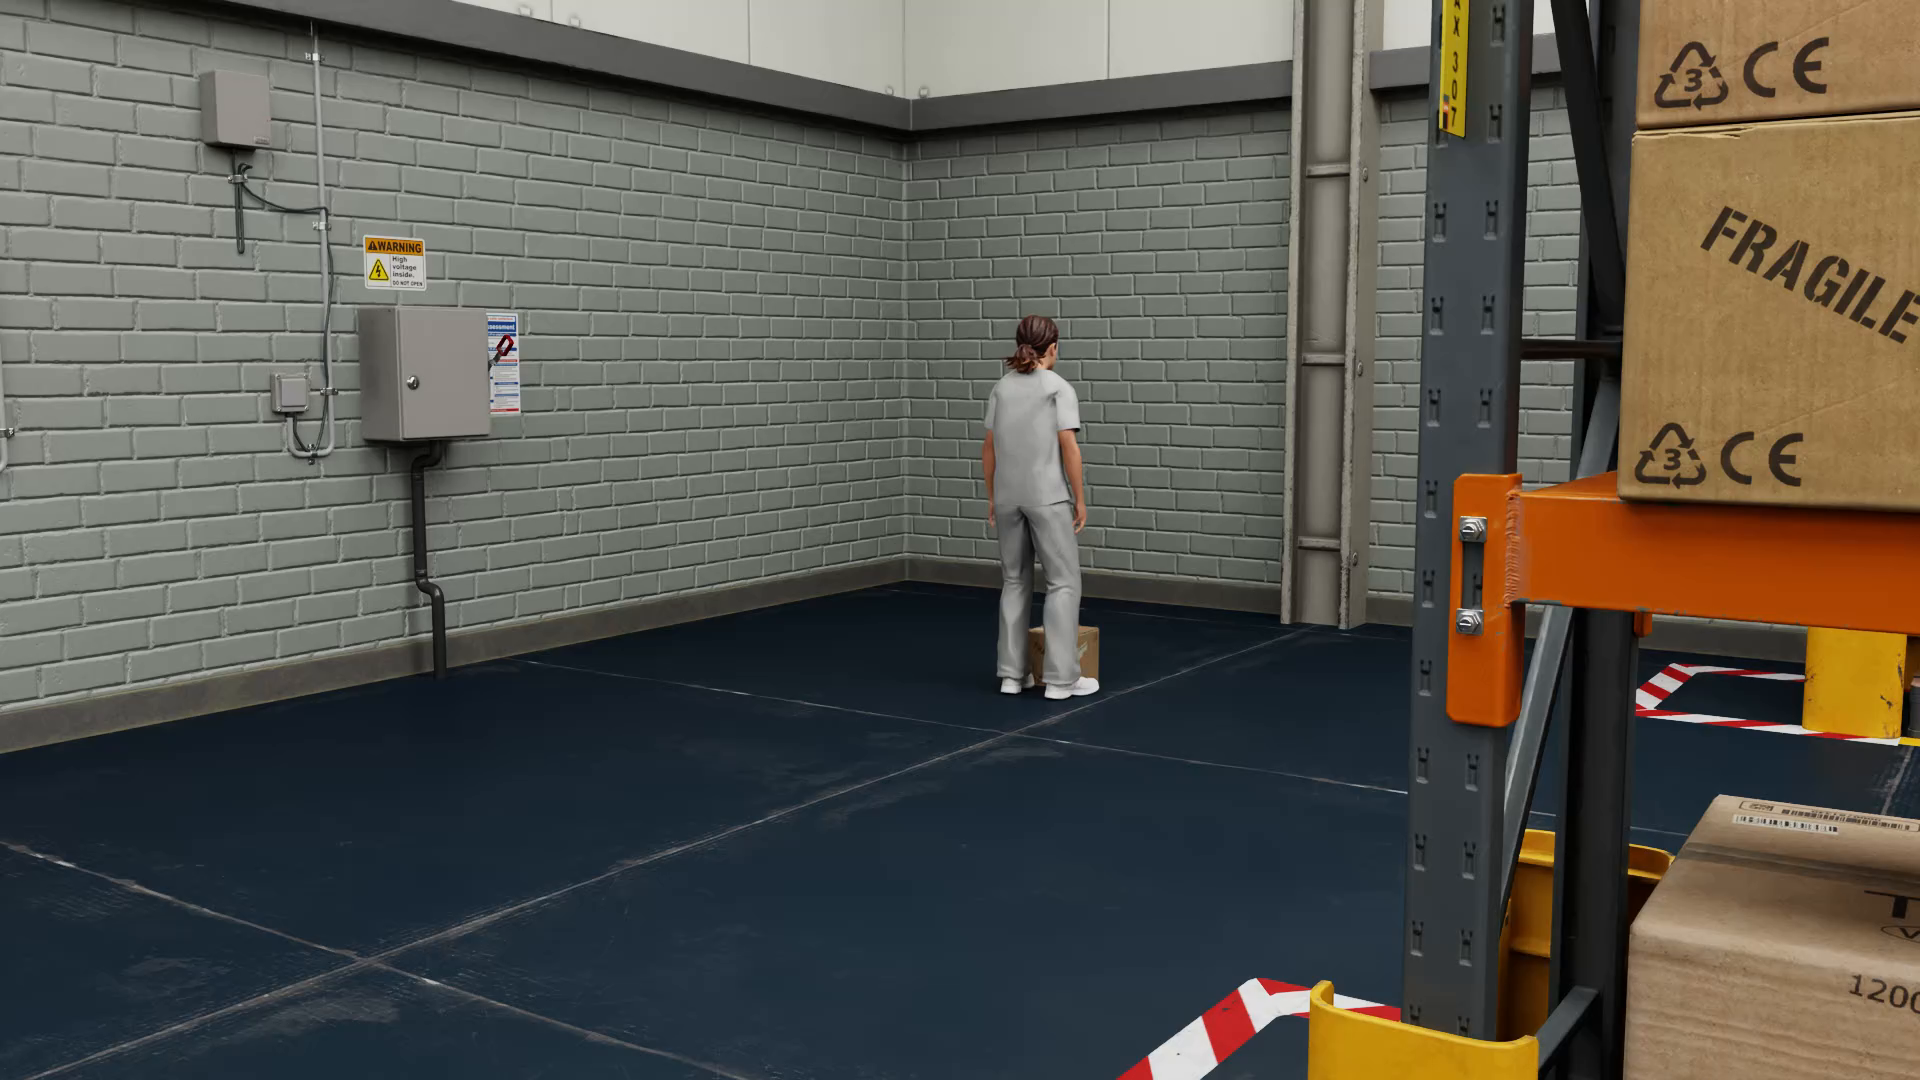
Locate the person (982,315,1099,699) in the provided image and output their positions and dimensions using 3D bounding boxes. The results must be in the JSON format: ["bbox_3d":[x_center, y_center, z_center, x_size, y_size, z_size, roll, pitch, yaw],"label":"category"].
[{"bbox_3d":[0.337,-0.149,7.322,0.498,1.667,0.363,4,7,31],"label":"person"}]
